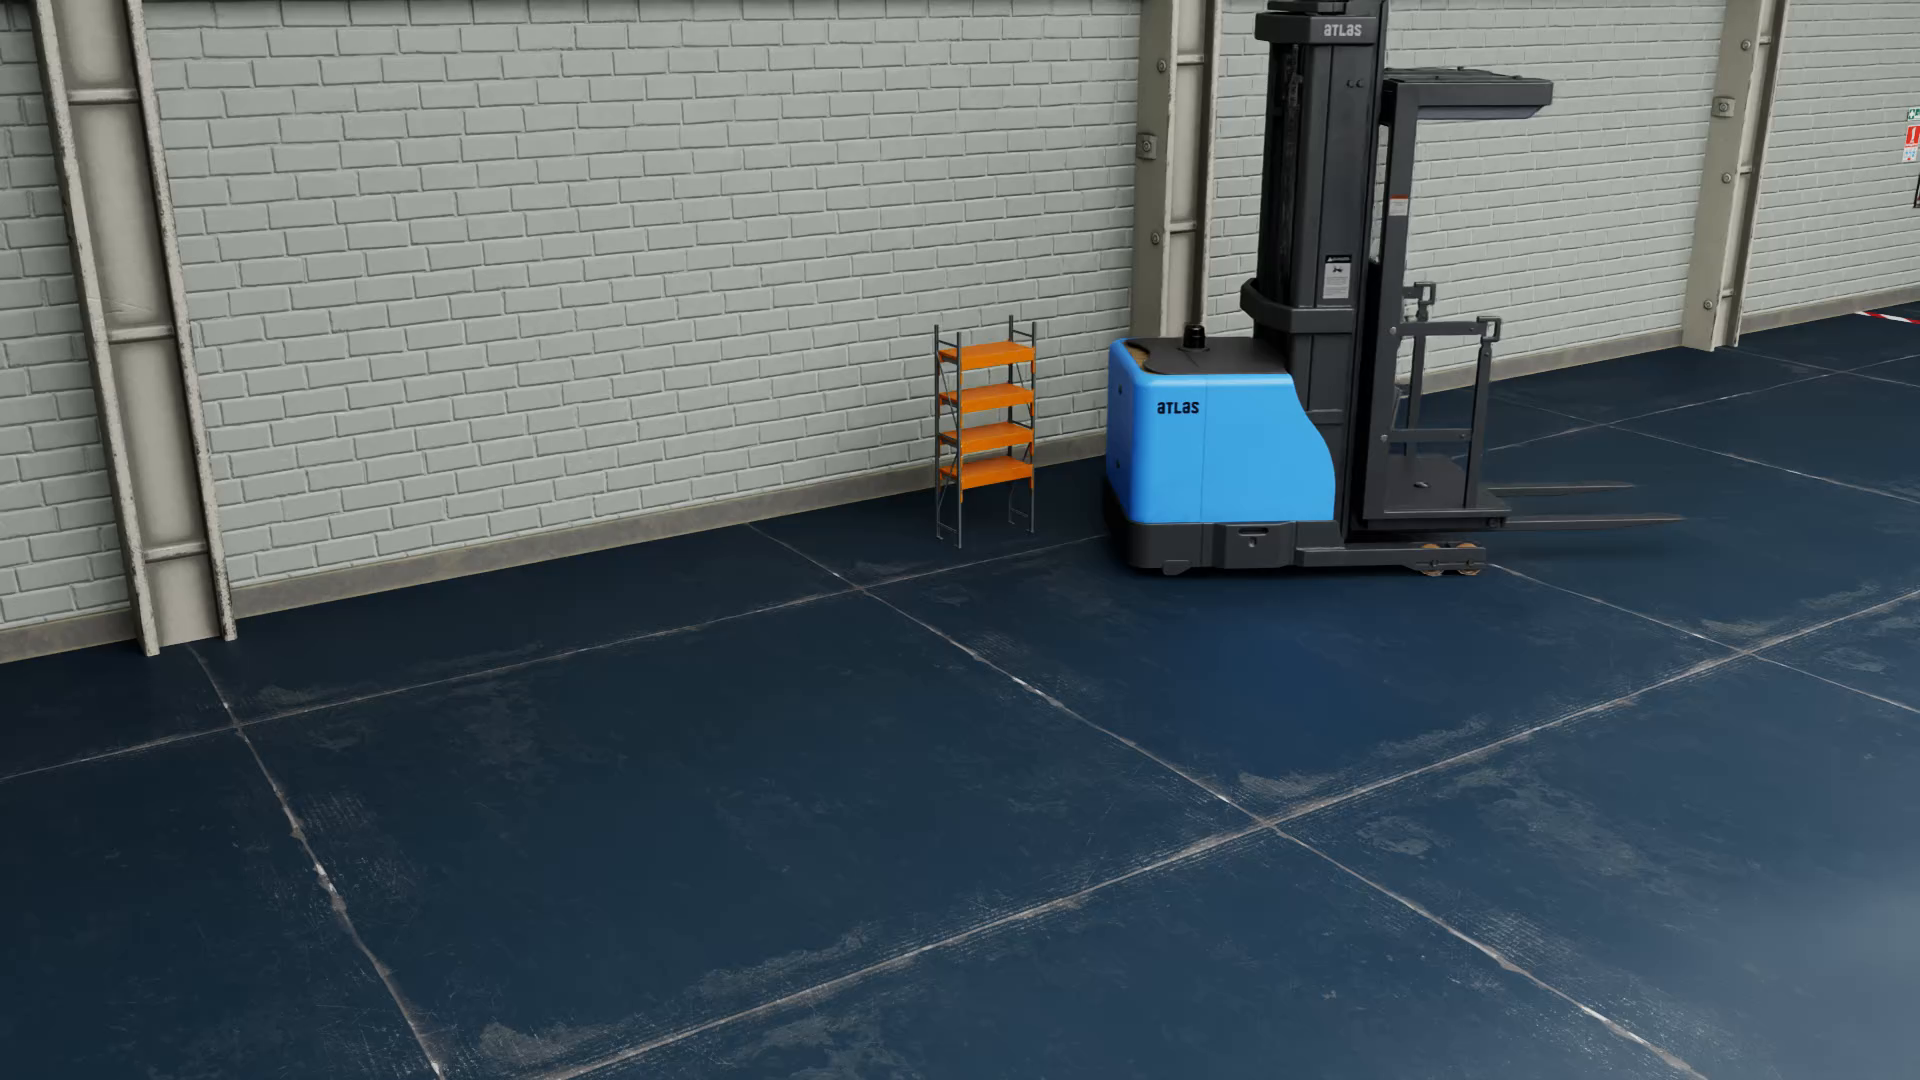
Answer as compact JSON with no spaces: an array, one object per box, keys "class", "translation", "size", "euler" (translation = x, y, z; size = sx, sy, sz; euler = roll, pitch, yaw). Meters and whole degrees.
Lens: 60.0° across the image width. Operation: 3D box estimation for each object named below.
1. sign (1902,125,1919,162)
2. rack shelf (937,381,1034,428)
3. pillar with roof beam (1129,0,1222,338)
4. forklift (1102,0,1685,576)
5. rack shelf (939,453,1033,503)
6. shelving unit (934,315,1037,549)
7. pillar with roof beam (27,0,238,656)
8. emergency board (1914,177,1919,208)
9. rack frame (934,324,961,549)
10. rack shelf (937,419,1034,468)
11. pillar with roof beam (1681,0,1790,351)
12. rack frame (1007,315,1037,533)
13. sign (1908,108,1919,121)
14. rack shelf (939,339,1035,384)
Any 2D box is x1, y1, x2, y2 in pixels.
[{"class":"sign","translation":[8.764,-3.653,15.310],"size":[0.234,0.329,0.001],"euler":[-12,22,-31]},{"class":"rack shelf","translation":[0.138,-0.746,9.089],"size":[0.480,0.148,0.258],"euler":[-12,22,-31]},{"class":"pillar with roof beam","translation":[3.713,-3.708,6.161],"size":[0.400,9.000,9.100],"euler":[-12,22,-31]},{"class":"forklift","translation":[2.347,-1.368,8.714],"size":[3.031,2.935,1.130],"euler":[-1,19,-3]},{"class":"rack shelf","translation":[0.138,-0.346,9.224],"size":[0.480,0.148,0.258],"euler":[-12,22,-31]},{"class":"shelving unit","translation":[0.138,-0.598,9.139],"size":[0.503,1.200,0.258],"euler":[-12,22,-31]},{"class":"pillar with roof beam","translation":[-1.299,-2.651,3.035],"size":[0.400,9.000,9.100],"euler":[-12,22,-31]},{"class":"emergency board","translation":[9.265,-3.709,15.532],"size":[0.626,1.169,0.157],"euler":[-12,22,-31]},{"class":"rack frame","translation":[-0.066,-0.555,9.012],"size":[0.015,1.200,0.240],"euler":[-12,22,-31]},{"class":"rack shelf","translation":[0.138,-0.534,9.160],"size":[0.480,0.148,0.258],"euler":[-12,22,-31]},{"class":"pillar with roof beam","translation":[8.724,-4.764,9.287],"size":[0.400,9.000,9.100],"euler":[-12,22,-31]},{"class":"rack frame","translation":[0.342,-0.641,9.266],"size":[0.015,1.200,0.240],"euler":[-12,22,-31]},{"class":"sign","translation":[8.772,-3.902,15.221],"size":[0.331,0.109,0.001],"euler":[-12,22,-31]},{"class":"rack shelf","translation":[0.138,-0.970,9.013],"size":[0.480,0.148,0.258],"euler":[-12,22,-31]}]
